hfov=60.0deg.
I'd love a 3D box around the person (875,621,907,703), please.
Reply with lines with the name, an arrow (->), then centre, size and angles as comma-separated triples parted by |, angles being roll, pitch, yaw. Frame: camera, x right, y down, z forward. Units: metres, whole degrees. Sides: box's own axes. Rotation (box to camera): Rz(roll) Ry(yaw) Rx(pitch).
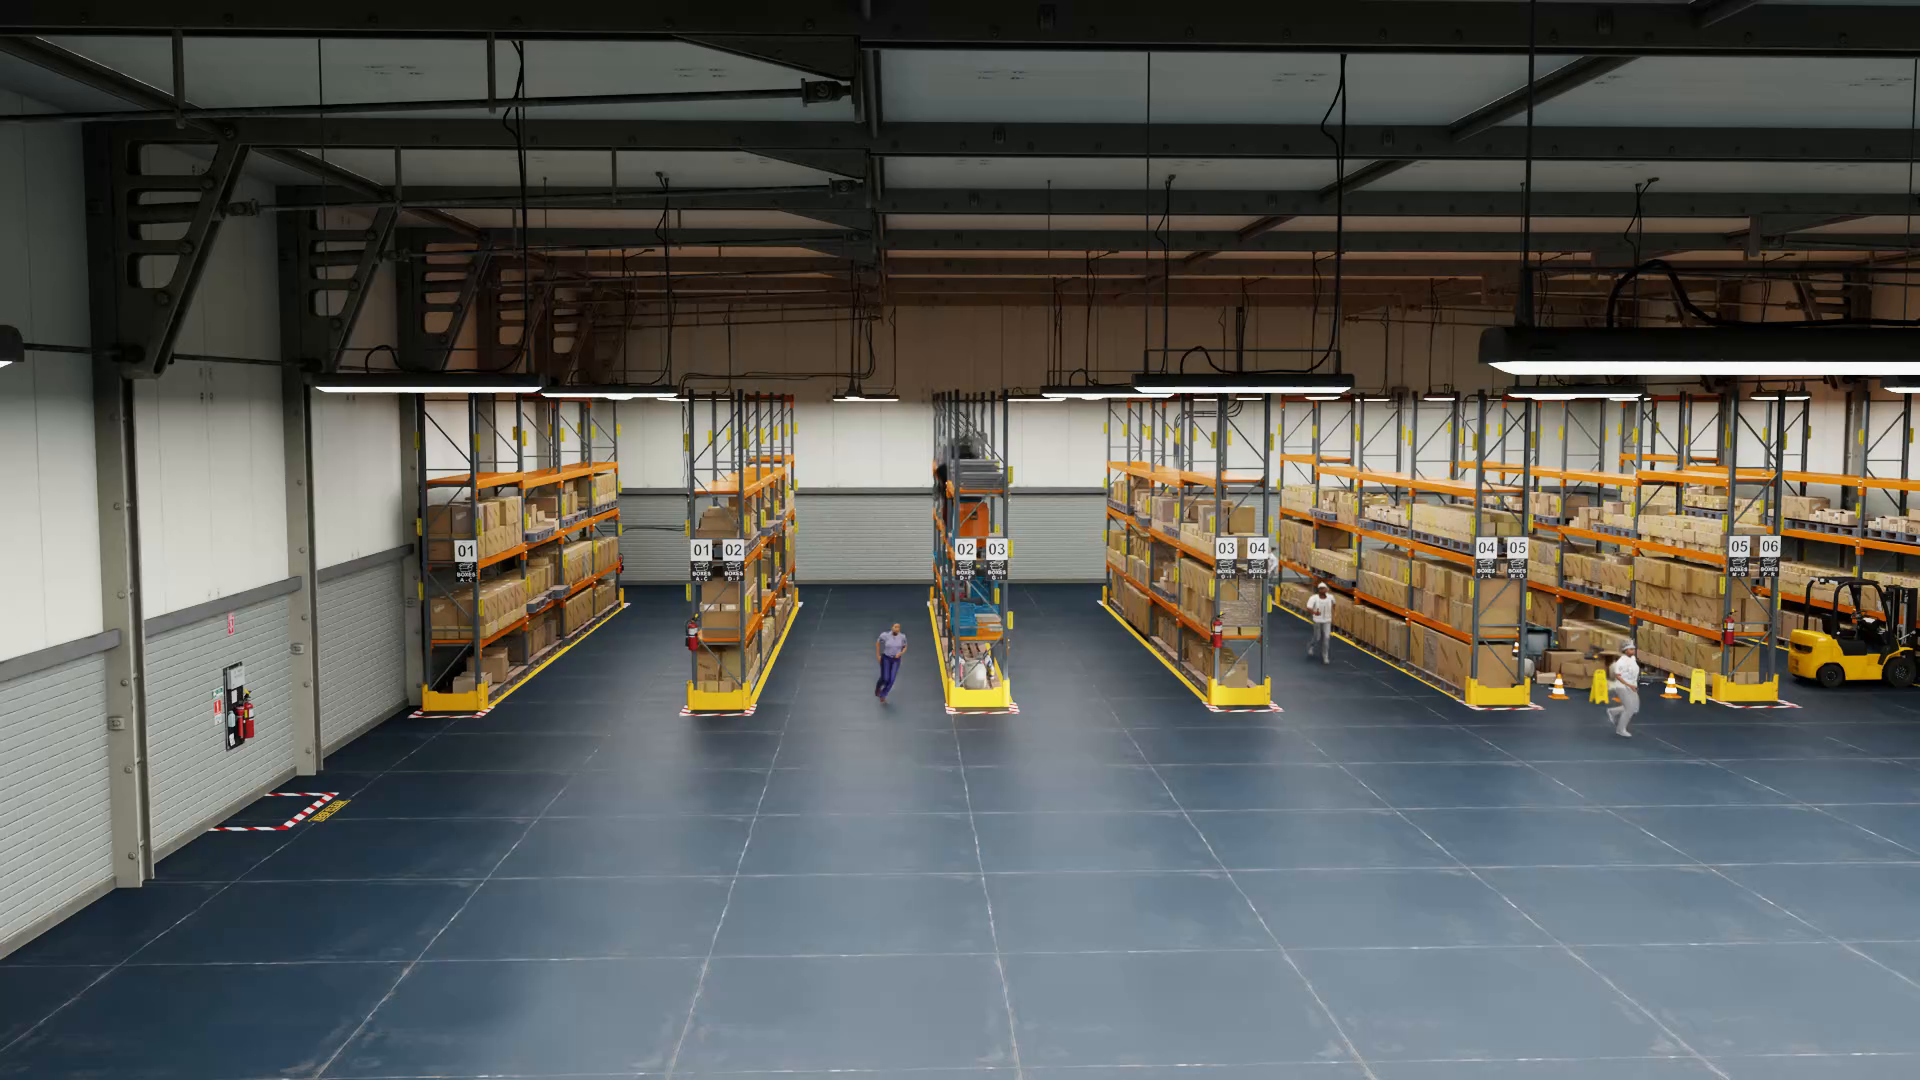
person -> 6.135, 2.132, 34.651 | 16.357, 1.586, 0.679 | -2, 5, -19

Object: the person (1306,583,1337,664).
person -> 8.062, 1.820, 37.071 | 0.710, 1.771, 0.973 | 0, 5, -2

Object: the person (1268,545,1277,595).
person -> -0.407, 0.283, 45.938 | 19.862, 3.432, 6.459 | 0, 5, -1

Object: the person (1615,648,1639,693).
person -> 11.582, 2.204, 28.707 | 0.593, 0.859, 0.421 | -4, 6, -39
